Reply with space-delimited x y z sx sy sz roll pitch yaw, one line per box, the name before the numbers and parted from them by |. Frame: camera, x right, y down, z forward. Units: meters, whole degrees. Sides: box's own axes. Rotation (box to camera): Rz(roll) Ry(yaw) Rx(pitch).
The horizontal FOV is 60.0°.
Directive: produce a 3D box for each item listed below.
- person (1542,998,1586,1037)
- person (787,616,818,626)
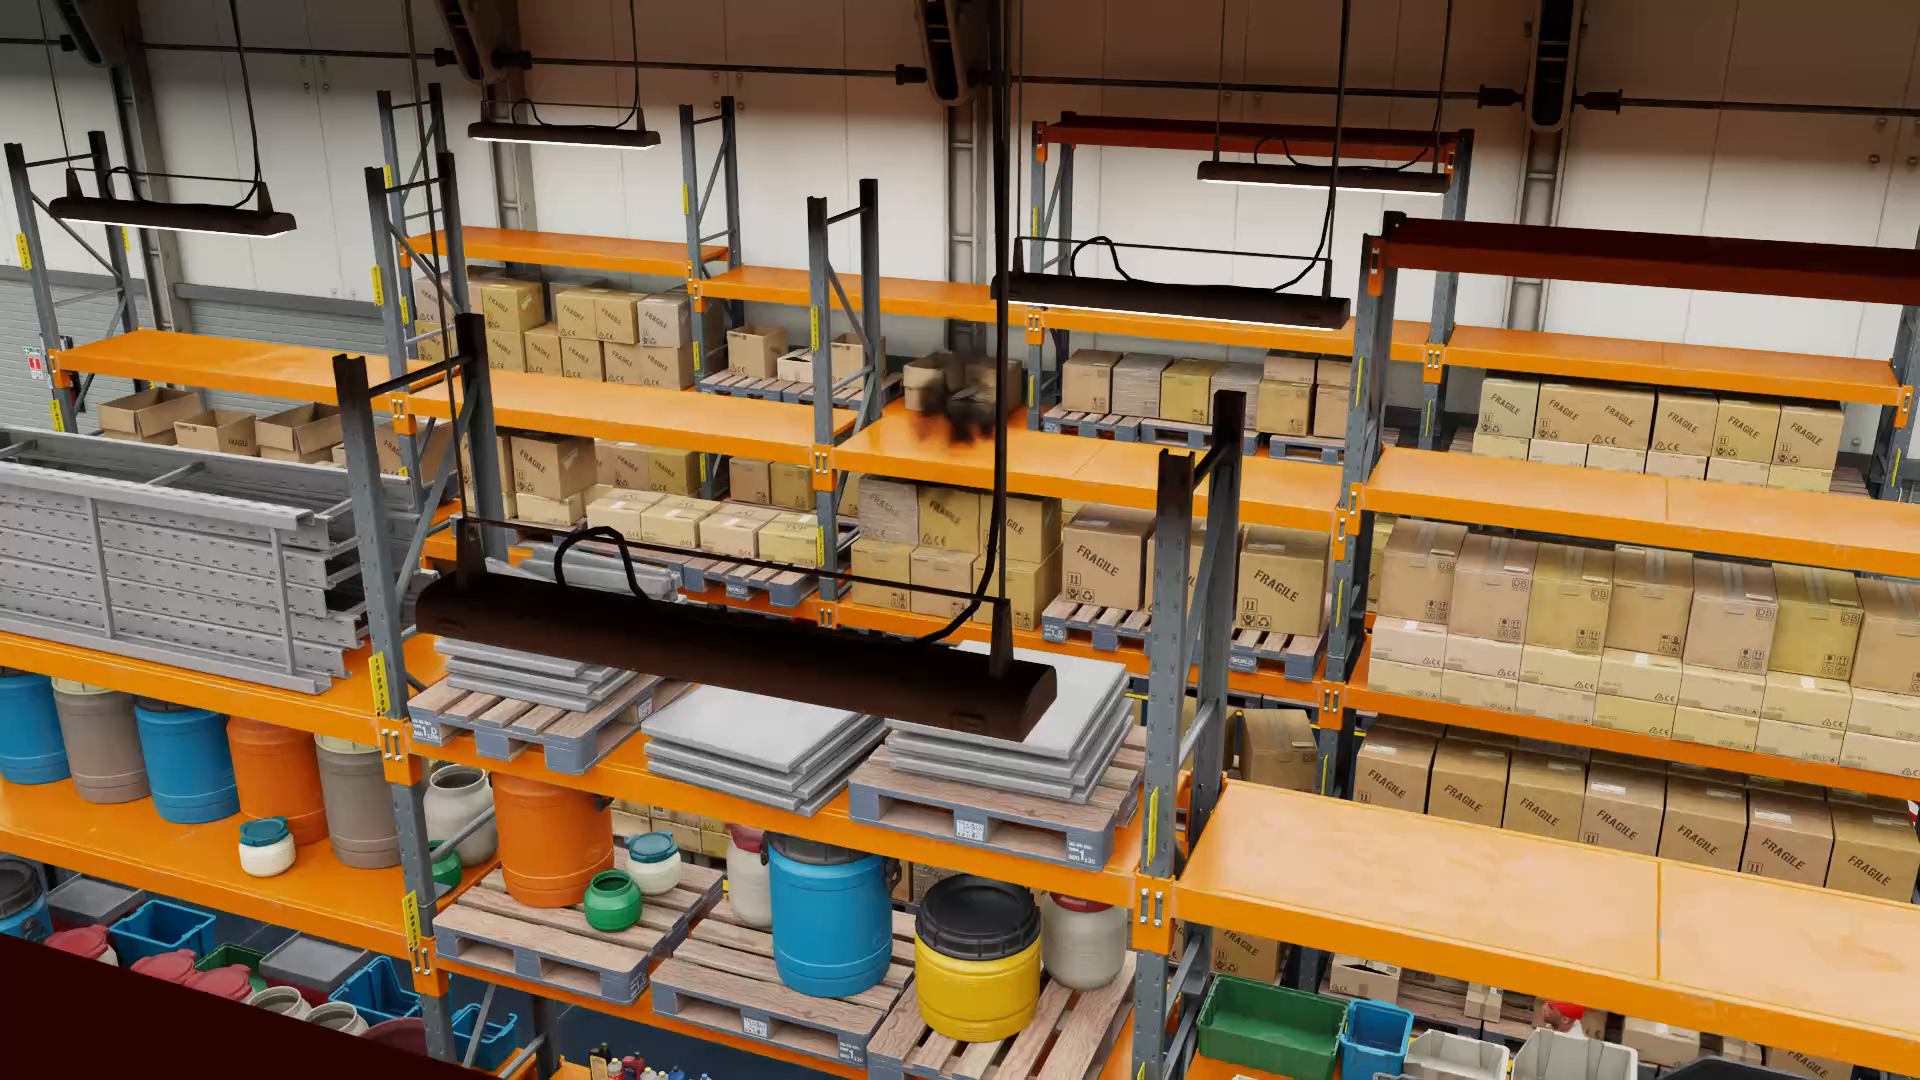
person | 3.833 3.588 10.557 0.579 1.735 0.648 5 21 12
person | -1.502 1.058 16.479 0.580 1.716 0.659 5 21 12
